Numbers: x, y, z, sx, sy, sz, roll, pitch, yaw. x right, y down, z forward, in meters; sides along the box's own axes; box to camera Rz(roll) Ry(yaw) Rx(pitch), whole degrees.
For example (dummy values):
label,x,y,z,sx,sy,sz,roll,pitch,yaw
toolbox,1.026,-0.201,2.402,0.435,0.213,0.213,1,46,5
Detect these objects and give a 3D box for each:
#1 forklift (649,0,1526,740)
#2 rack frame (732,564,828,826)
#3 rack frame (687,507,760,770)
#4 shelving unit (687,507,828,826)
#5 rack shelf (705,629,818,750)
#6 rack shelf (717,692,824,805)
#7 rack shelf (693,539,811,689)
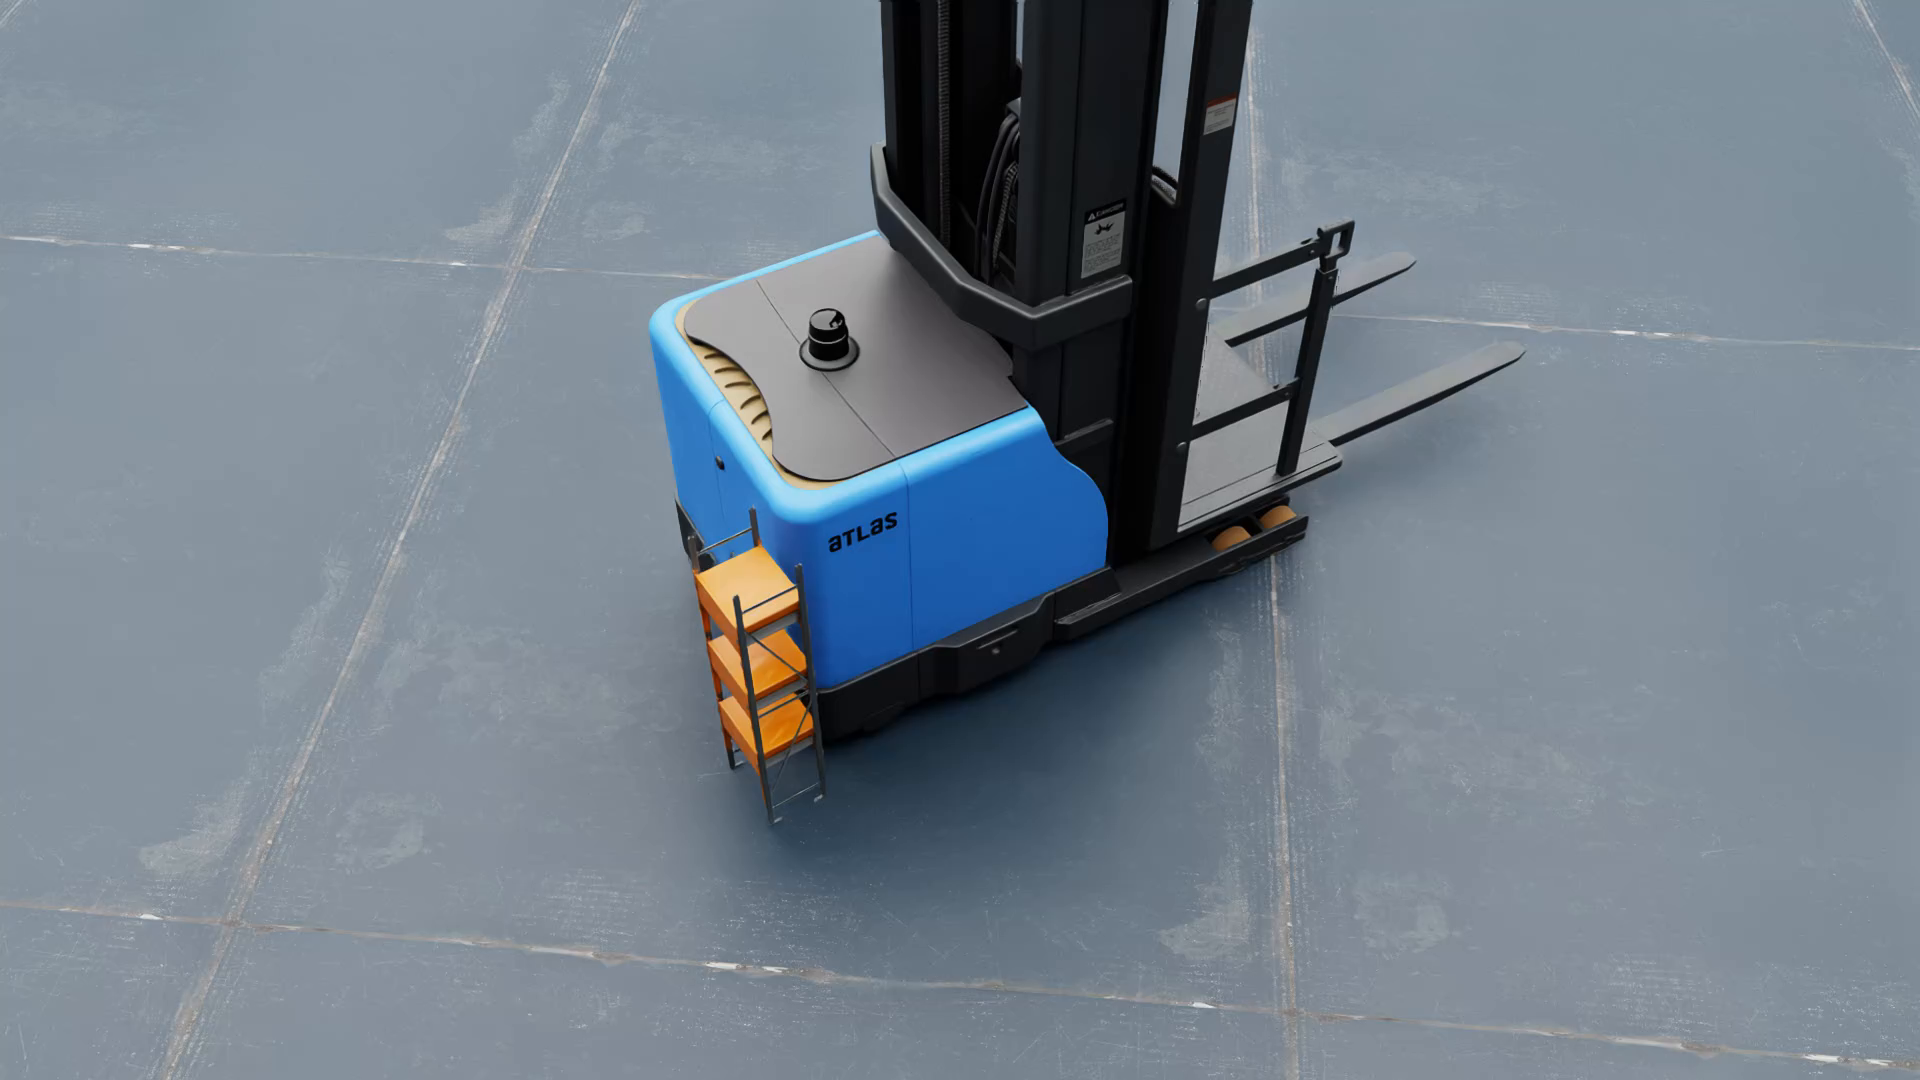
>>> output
label,x,y,z,sx,sy,sz,roll,pitch,yaw
forklift,0.596,-1.190,4.852,3.031,2.935,1.130,-23,52,-20
rack frame,-0.489,0.458,4.619,0.200,1.050,0.008,-27,53,-22
rack frame,-0.625,0.308,4.756,0.200,1.050,0.008,-27,53,-22
shelving unit,-0.557,0.383,4.687,0.215,1.050,0.252,-27,53,-22
rack shelf,-0.556,0.390,4.695,0.215,0.259,0.240,-27,53,-22
rack shelf,-0.555,0.577,4.901,0.215,0.259,0.240,-27,53,-22
rack shelf,-0.558,0.199,4.486,0.215,0.259,0.240,-27,53,-22
